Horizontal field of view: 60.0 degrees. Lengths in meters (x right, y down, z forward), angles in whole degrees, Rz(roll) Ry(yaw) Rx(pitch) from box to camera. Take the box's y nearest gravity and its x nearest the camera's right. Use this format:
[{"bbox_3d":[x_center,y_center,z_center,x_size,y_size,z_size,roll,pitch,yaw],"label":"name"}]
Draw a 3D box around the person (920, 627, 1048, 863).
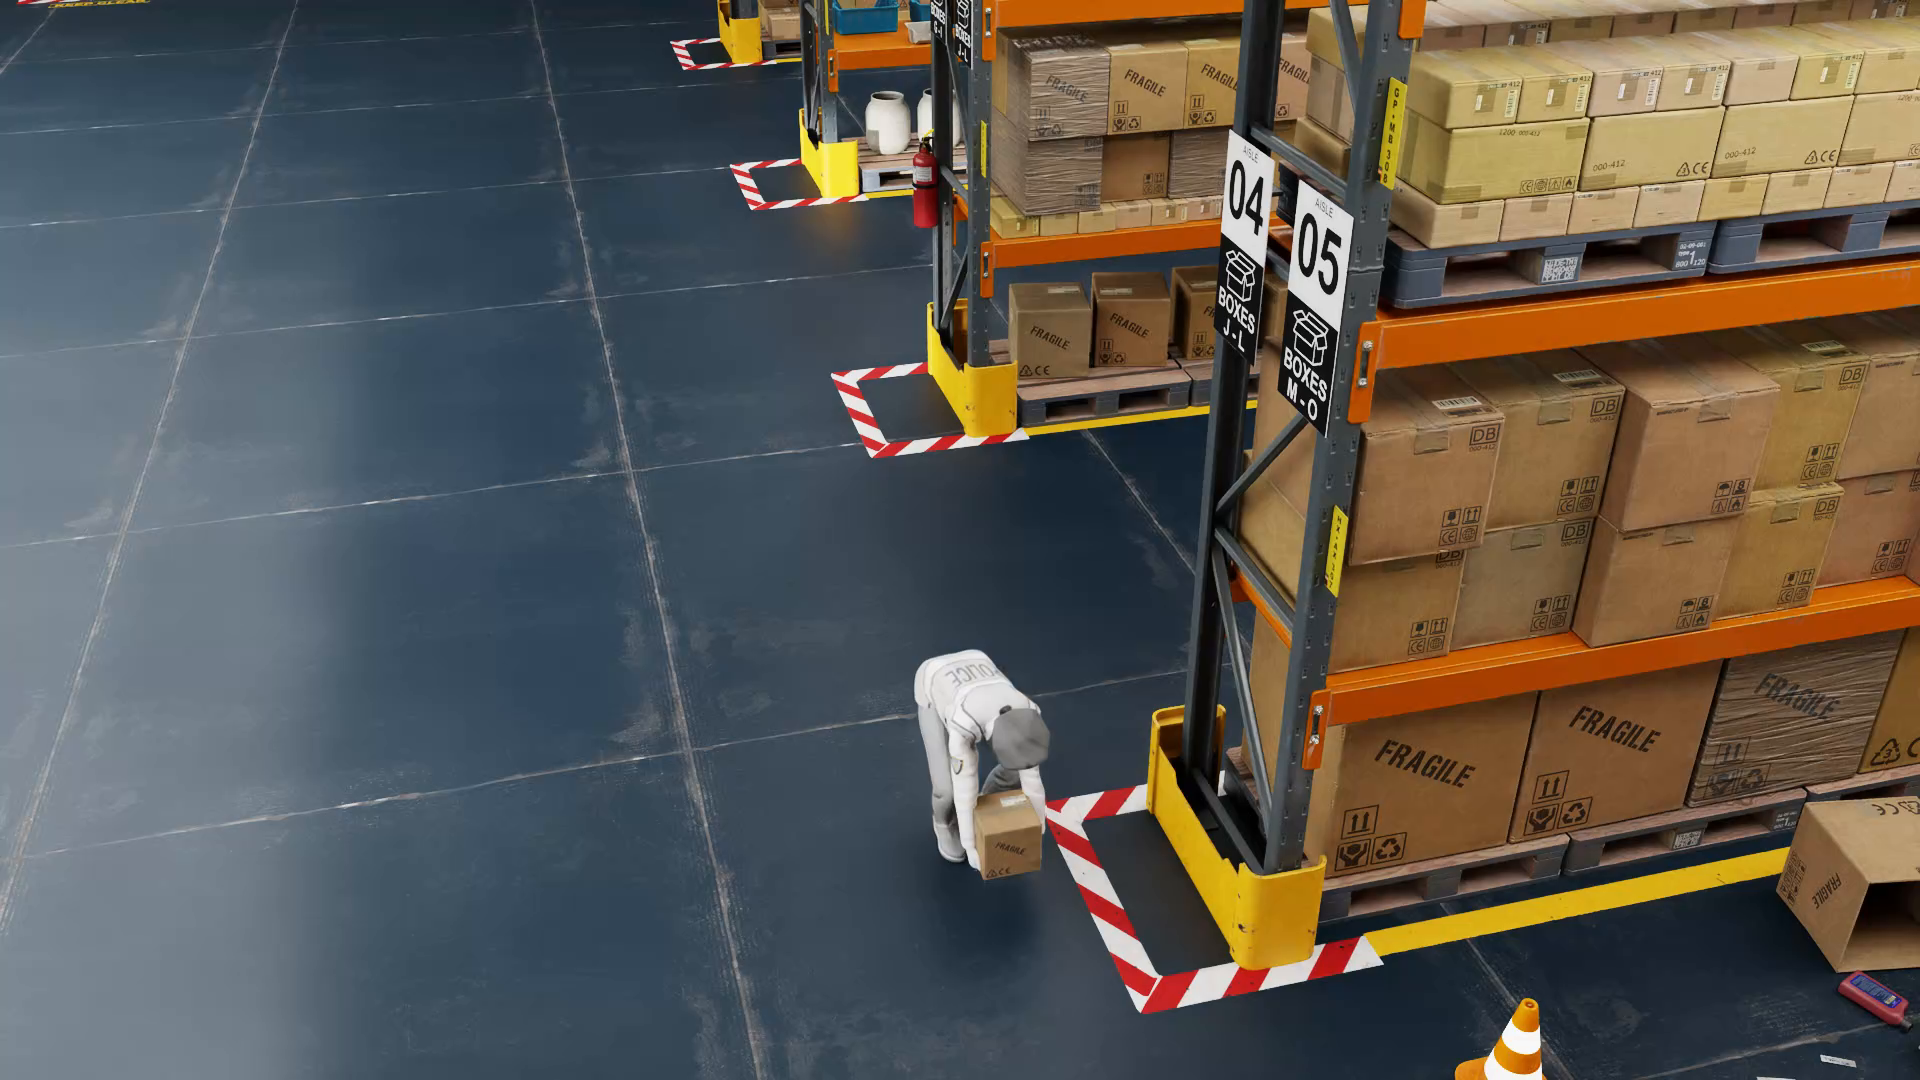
[{"bbox_3d":[0.111,0.840,7.109,0.409,1.359,0.849,-11,32,-18],"label":"person"}]
